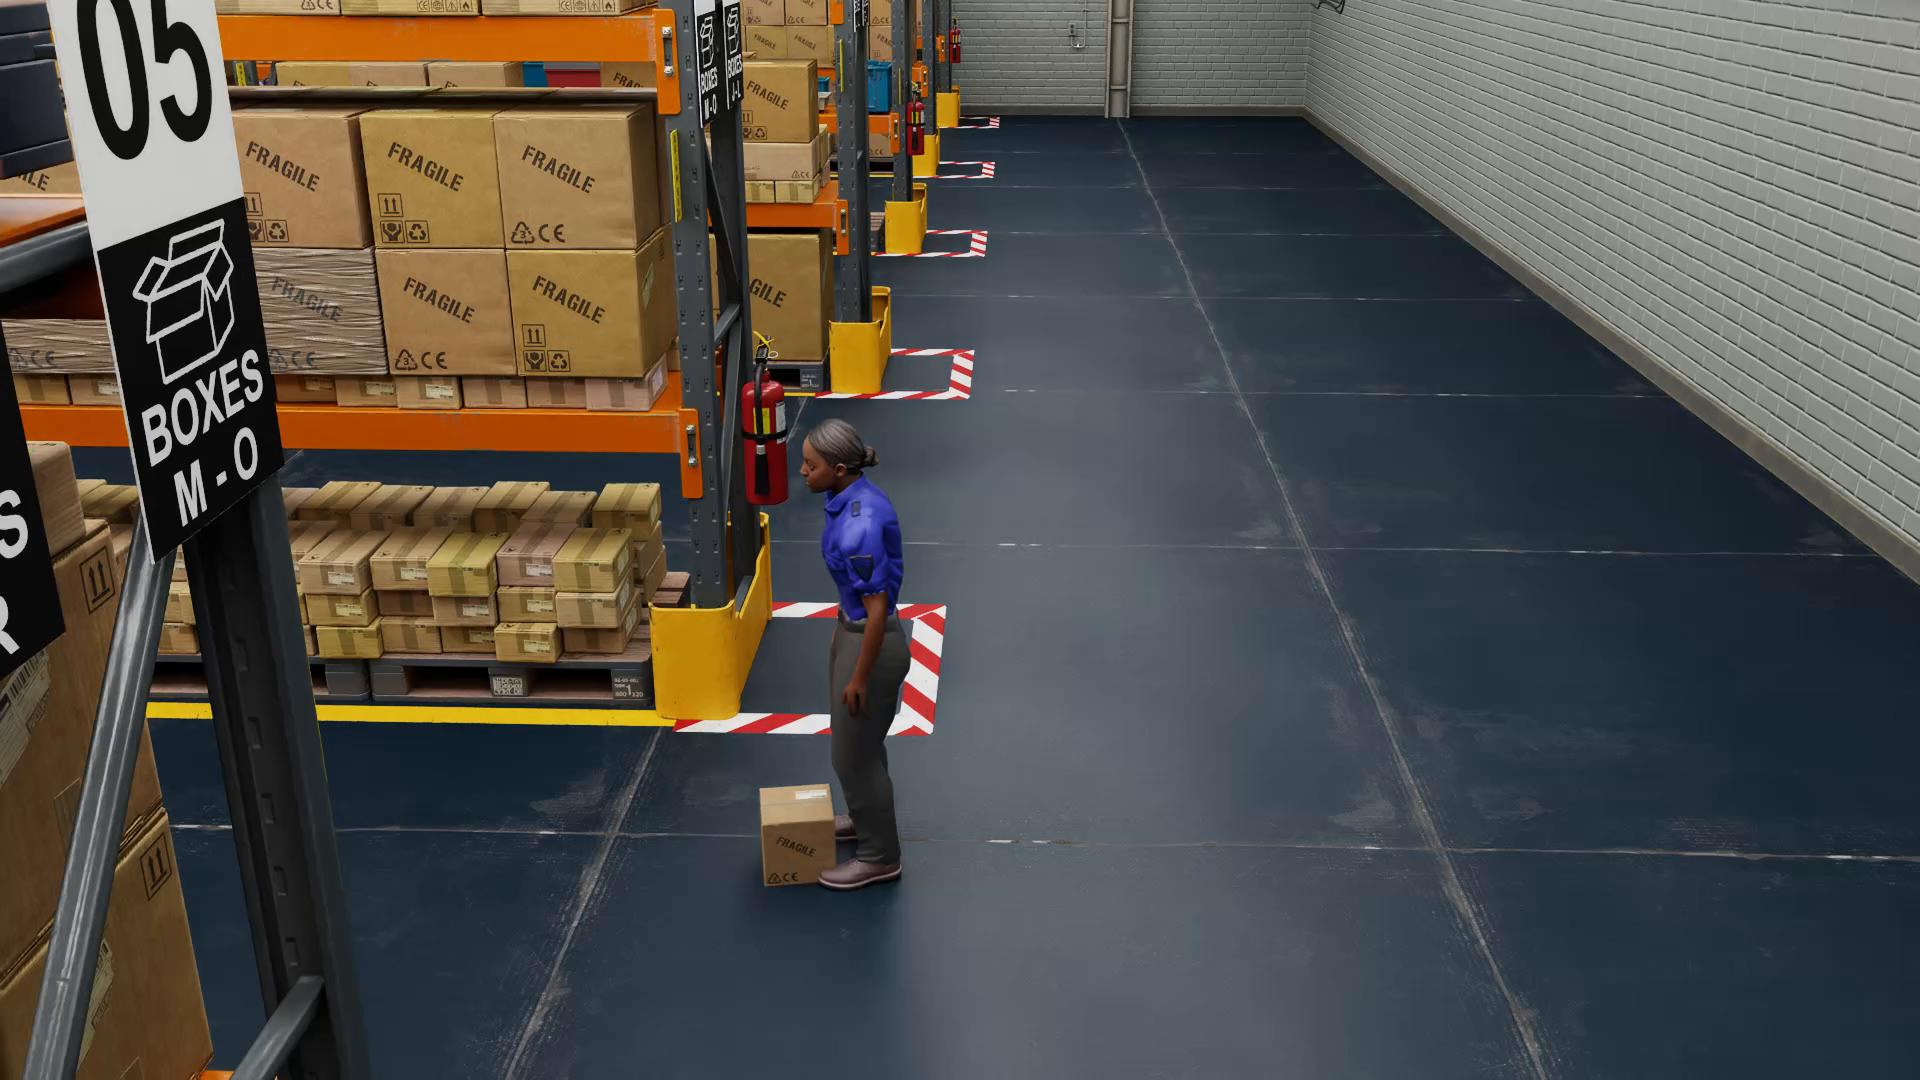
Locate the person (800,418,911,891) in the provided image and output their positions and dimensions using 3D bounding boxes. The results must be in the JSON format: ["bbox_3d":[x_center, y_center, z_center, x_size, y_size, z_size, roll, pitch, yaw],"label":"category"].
[{"bbox_3d":[-0.347,0.372,5.615,0.348,1.655,0.532,-3,21,-8],"label":"person"}]
